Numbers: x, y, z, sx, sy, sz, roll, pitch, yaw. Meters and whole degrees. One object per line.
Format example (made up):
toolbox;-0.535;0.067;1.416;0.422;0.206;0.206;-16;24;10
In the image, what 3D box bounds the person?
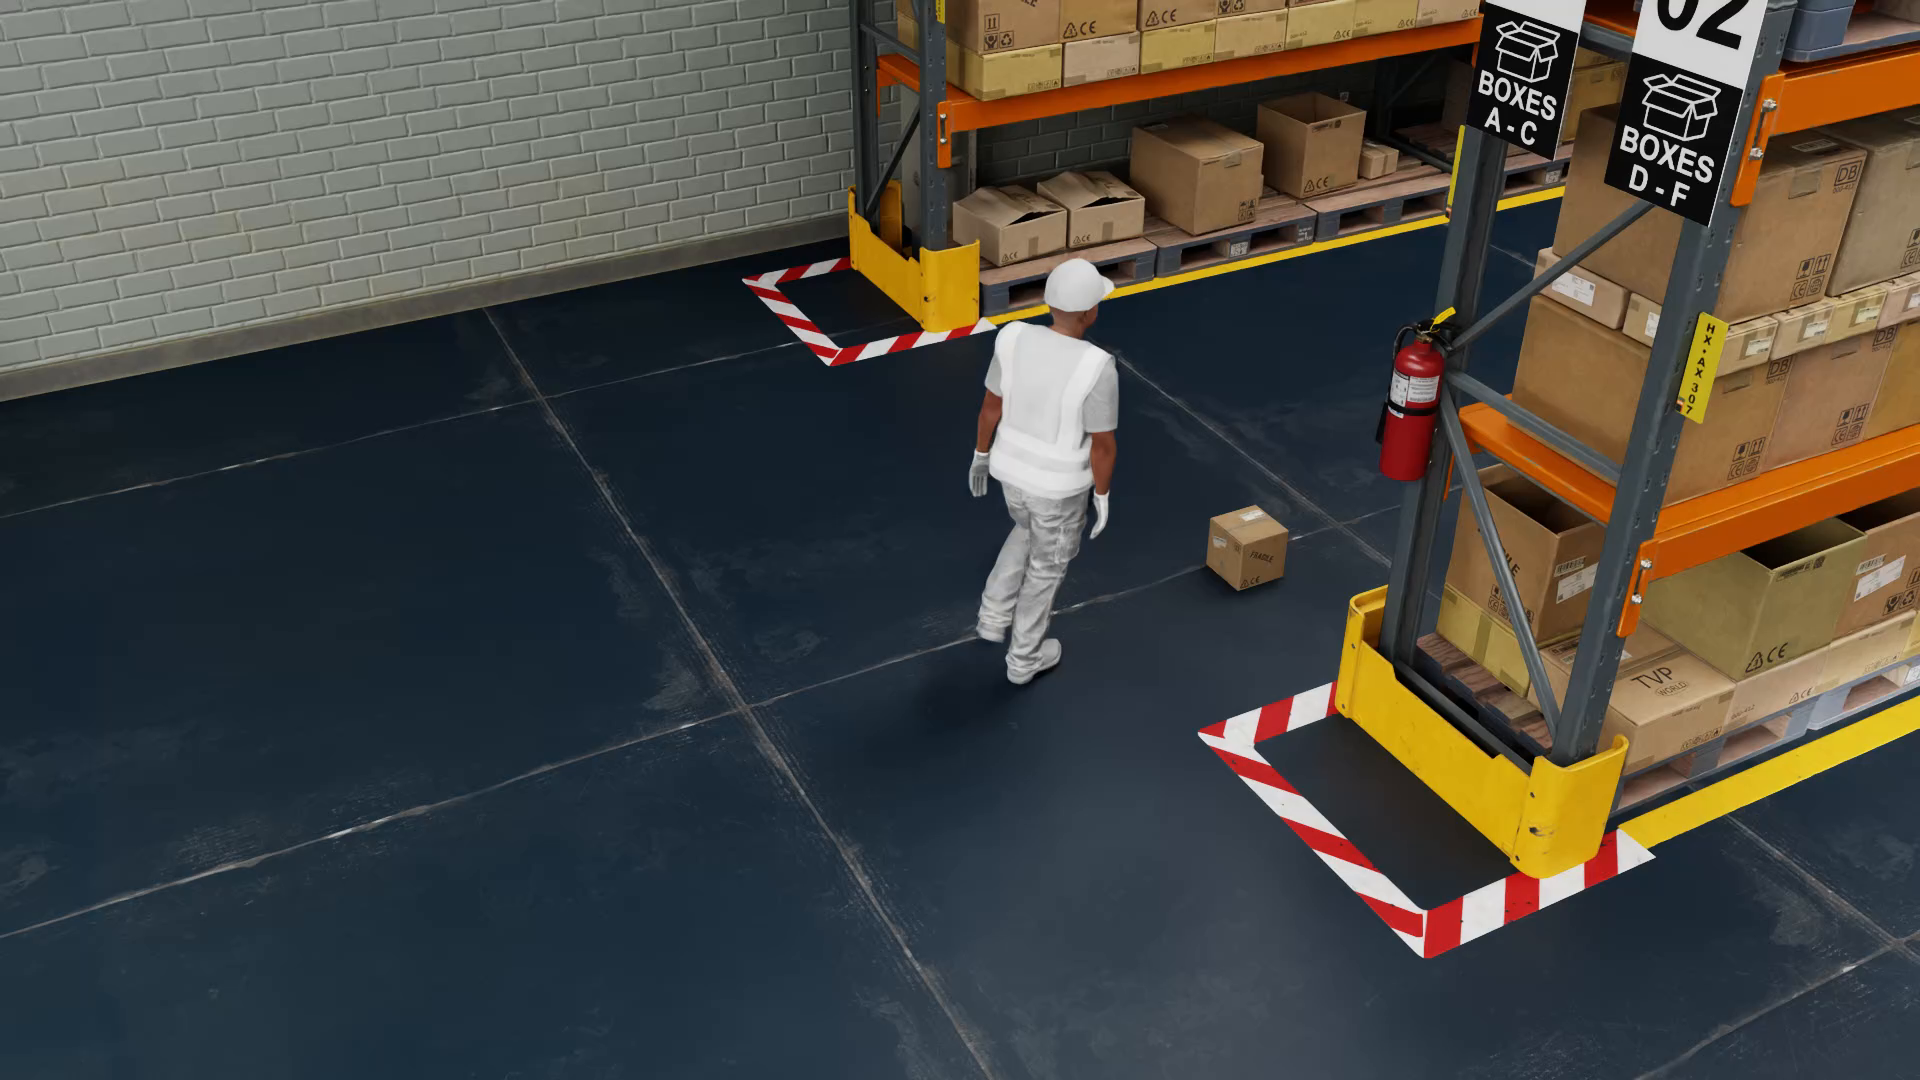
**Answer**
person;0.337;-0.246;6.476;0.598;1.771;0.482;23;40;32
